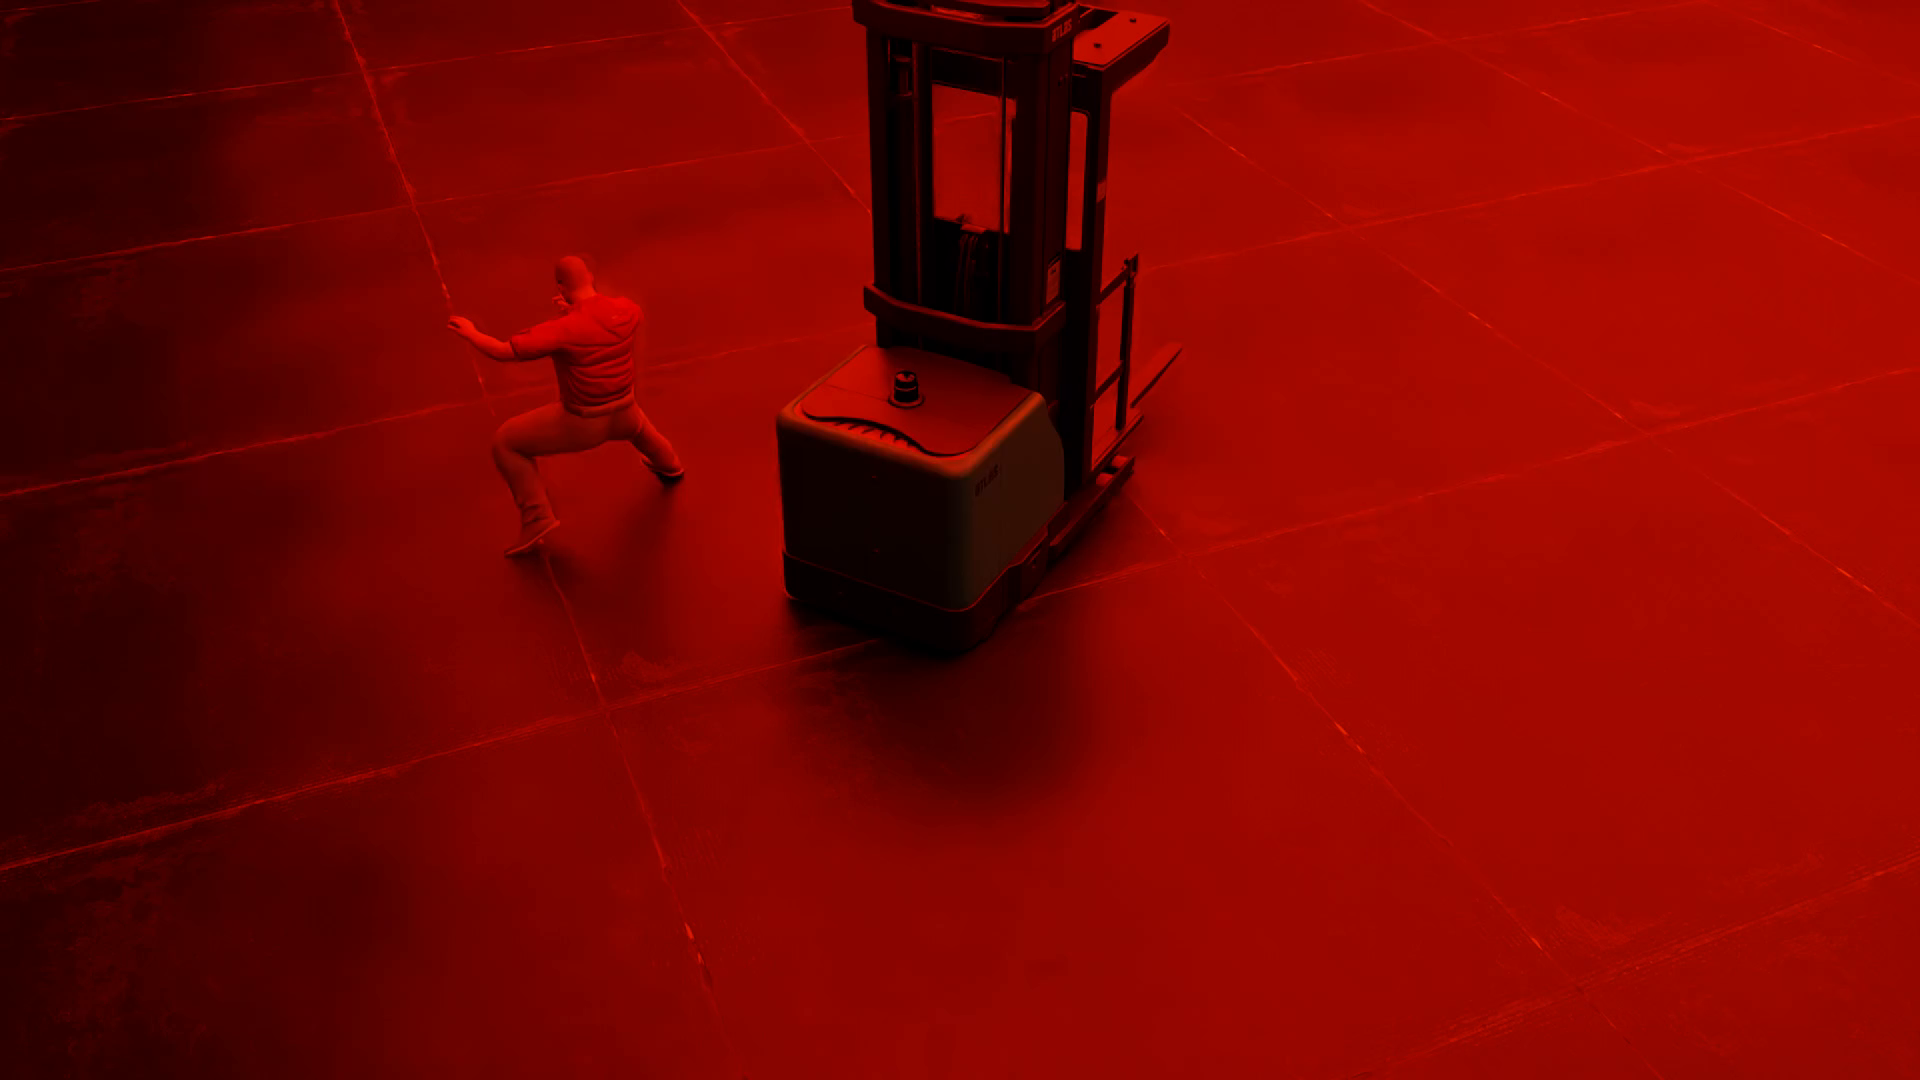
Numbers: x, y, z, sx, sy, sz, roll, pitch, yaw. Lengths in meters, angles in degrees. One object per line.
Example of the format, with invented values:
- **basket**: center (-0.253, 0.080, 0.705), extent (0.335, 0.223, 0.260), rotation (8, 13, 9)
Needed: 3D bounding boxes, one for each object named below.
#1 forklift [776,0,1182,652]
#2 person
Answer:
- **forklift**: center (0.293, -1.505, 8.215), extent (1.130, 2.935, 3.031), rotation (18, 39, 23)
- **person**: center (-1.964, -0.761, 8.422), extent (1.146, 1.506, 0.688), rotation (-26, 43, -32)
